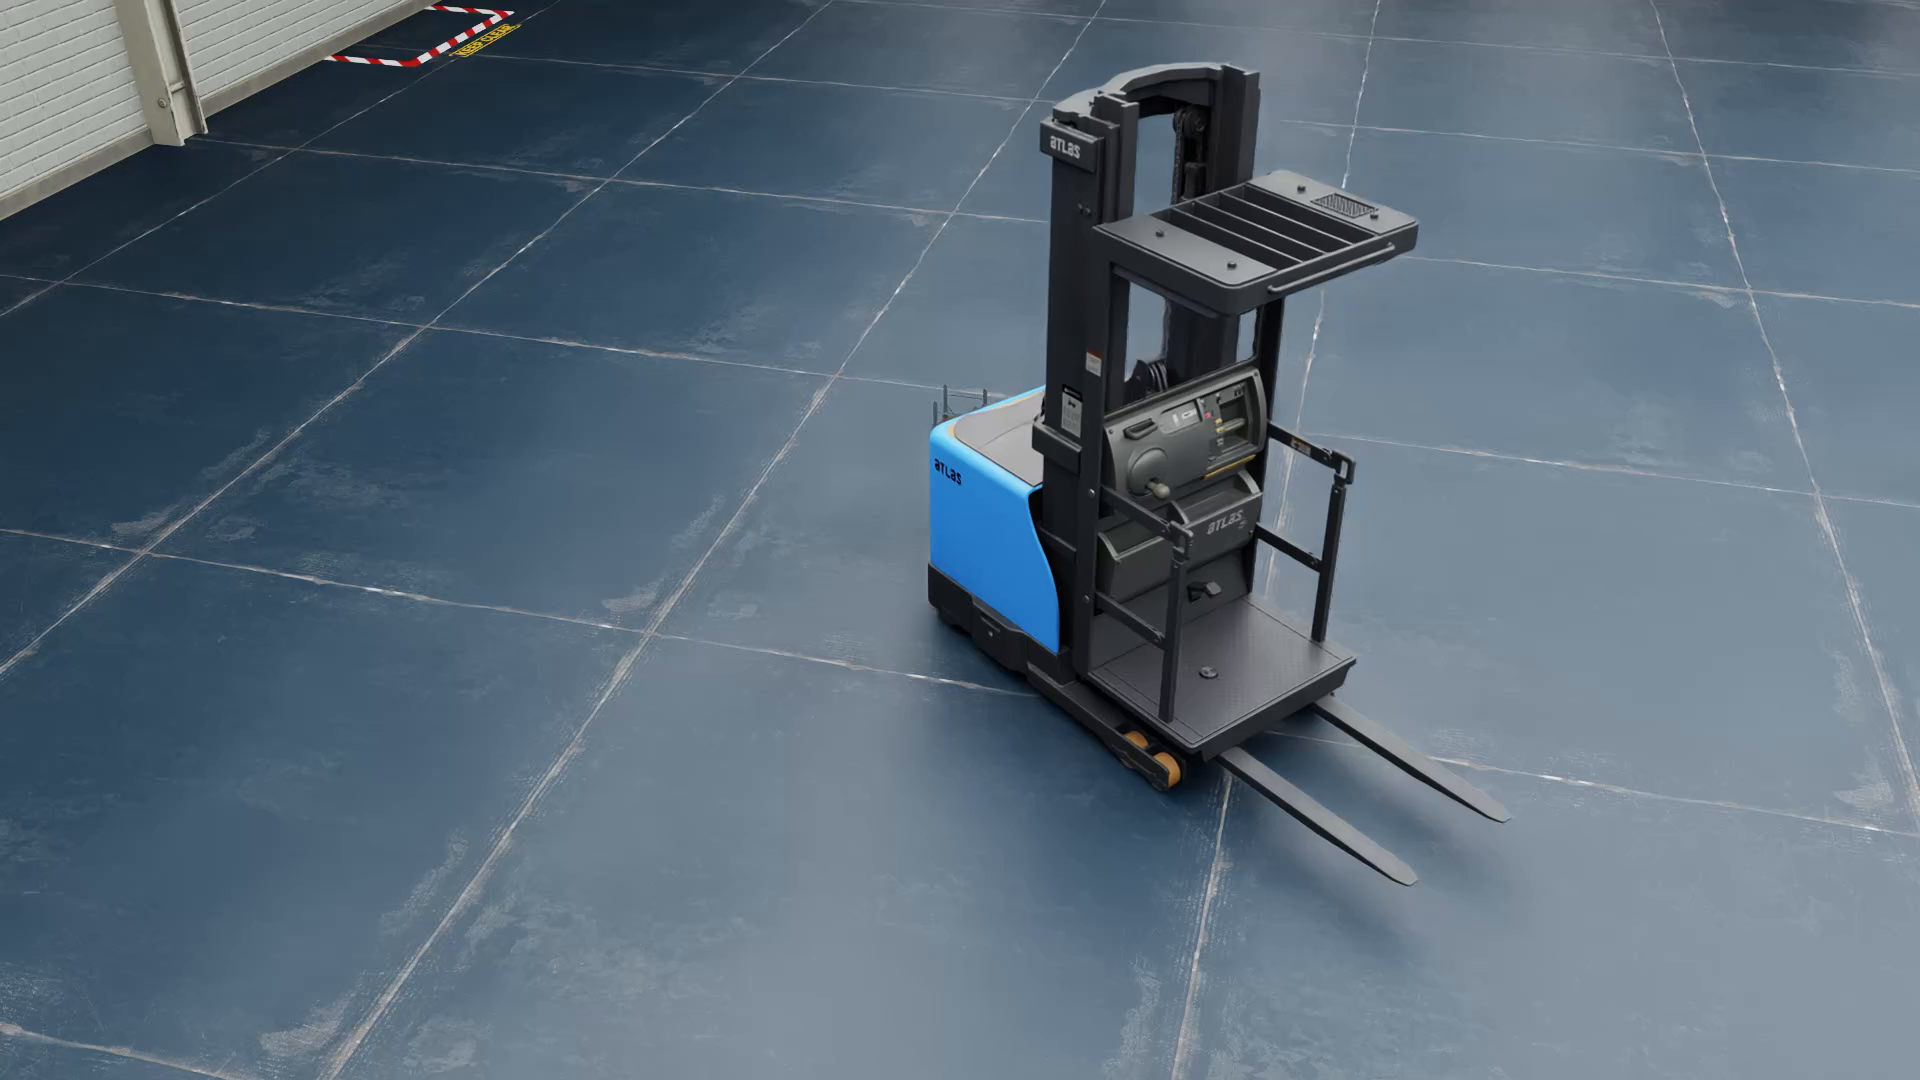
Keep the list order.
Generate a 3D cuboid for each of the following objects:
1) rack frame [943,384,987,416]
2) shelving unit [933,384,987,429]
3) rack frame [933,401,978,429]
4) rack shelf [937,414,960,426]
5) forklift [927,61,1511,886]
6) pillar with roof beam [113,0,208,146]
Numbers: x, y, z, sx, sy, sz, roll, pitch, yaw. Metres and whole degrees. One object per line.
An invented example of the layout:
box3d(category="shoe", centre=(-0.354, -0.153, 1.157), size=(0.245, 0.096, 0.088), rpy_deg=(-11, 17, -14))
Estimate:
box3d(category="rack frame", centre=(0.028, -0.437, 9.098), size=(0.240, 0.900, 0.006), rpy_deg=(8, 33, 12))
box3d(category="shelving unit", centre=(0.002, -0.384, 9.015), size=(0.258, 0.900, 0.210), rpy_deg=(8, 33, 12))
box3d(category="rack frame", centre=(-0.024, -0.331, 8.932), size=(0.240, 0.900, 0.006), rpy_deg=(8, 33, 12))
box3d(category="rack shelf", centre=(0.002, -0.584, 8.888), size=(0.258, 0.077, 0.200), rpy_deg=(8, 33, 12))
box3d(category="forklift", centre=(1.133, -0.415, 7.171), size=(1.130, 2.935, 3.031), rpy_deg=(-23, 39, -31))
box3d(category="pillar with roof beam", centre=(-2.841, -6.825, 11.599), size=(9.100, 9.000, 0.400), rpy_deg=(8, 33, 12))
